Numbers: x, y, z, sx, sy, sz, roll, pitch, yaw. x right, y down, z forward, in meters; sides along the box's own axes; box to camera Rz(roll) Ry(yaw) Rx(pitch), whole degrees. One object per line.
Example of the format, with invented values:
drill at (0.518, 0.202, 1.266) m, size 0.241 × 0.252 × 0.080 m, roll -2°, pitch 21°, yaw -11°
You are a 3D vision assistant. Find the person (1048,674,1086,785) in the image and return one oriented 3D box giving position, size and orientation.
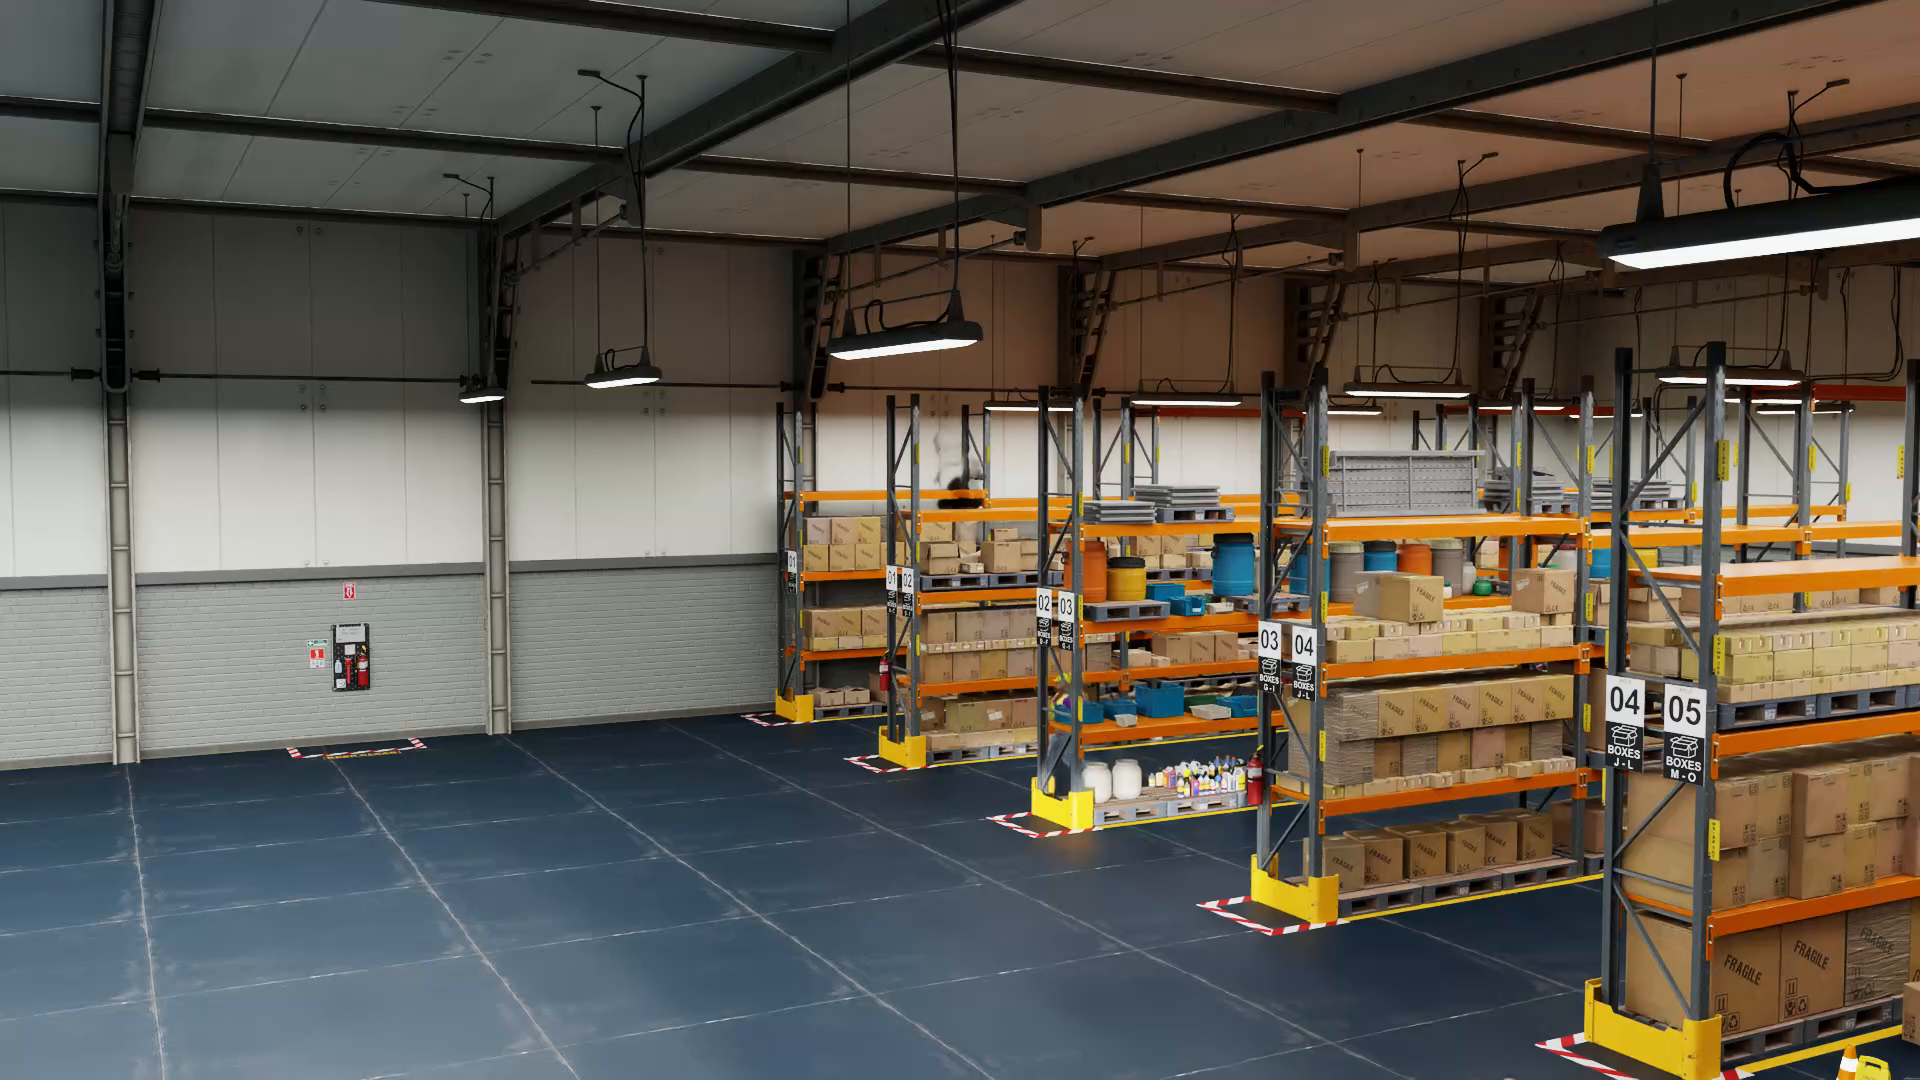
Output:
person at (1.555, 2.878, 24.824) m, size 0.929 × 1.775 × 0.699 m, roll -2°, pitch 4°, yaw -25°
